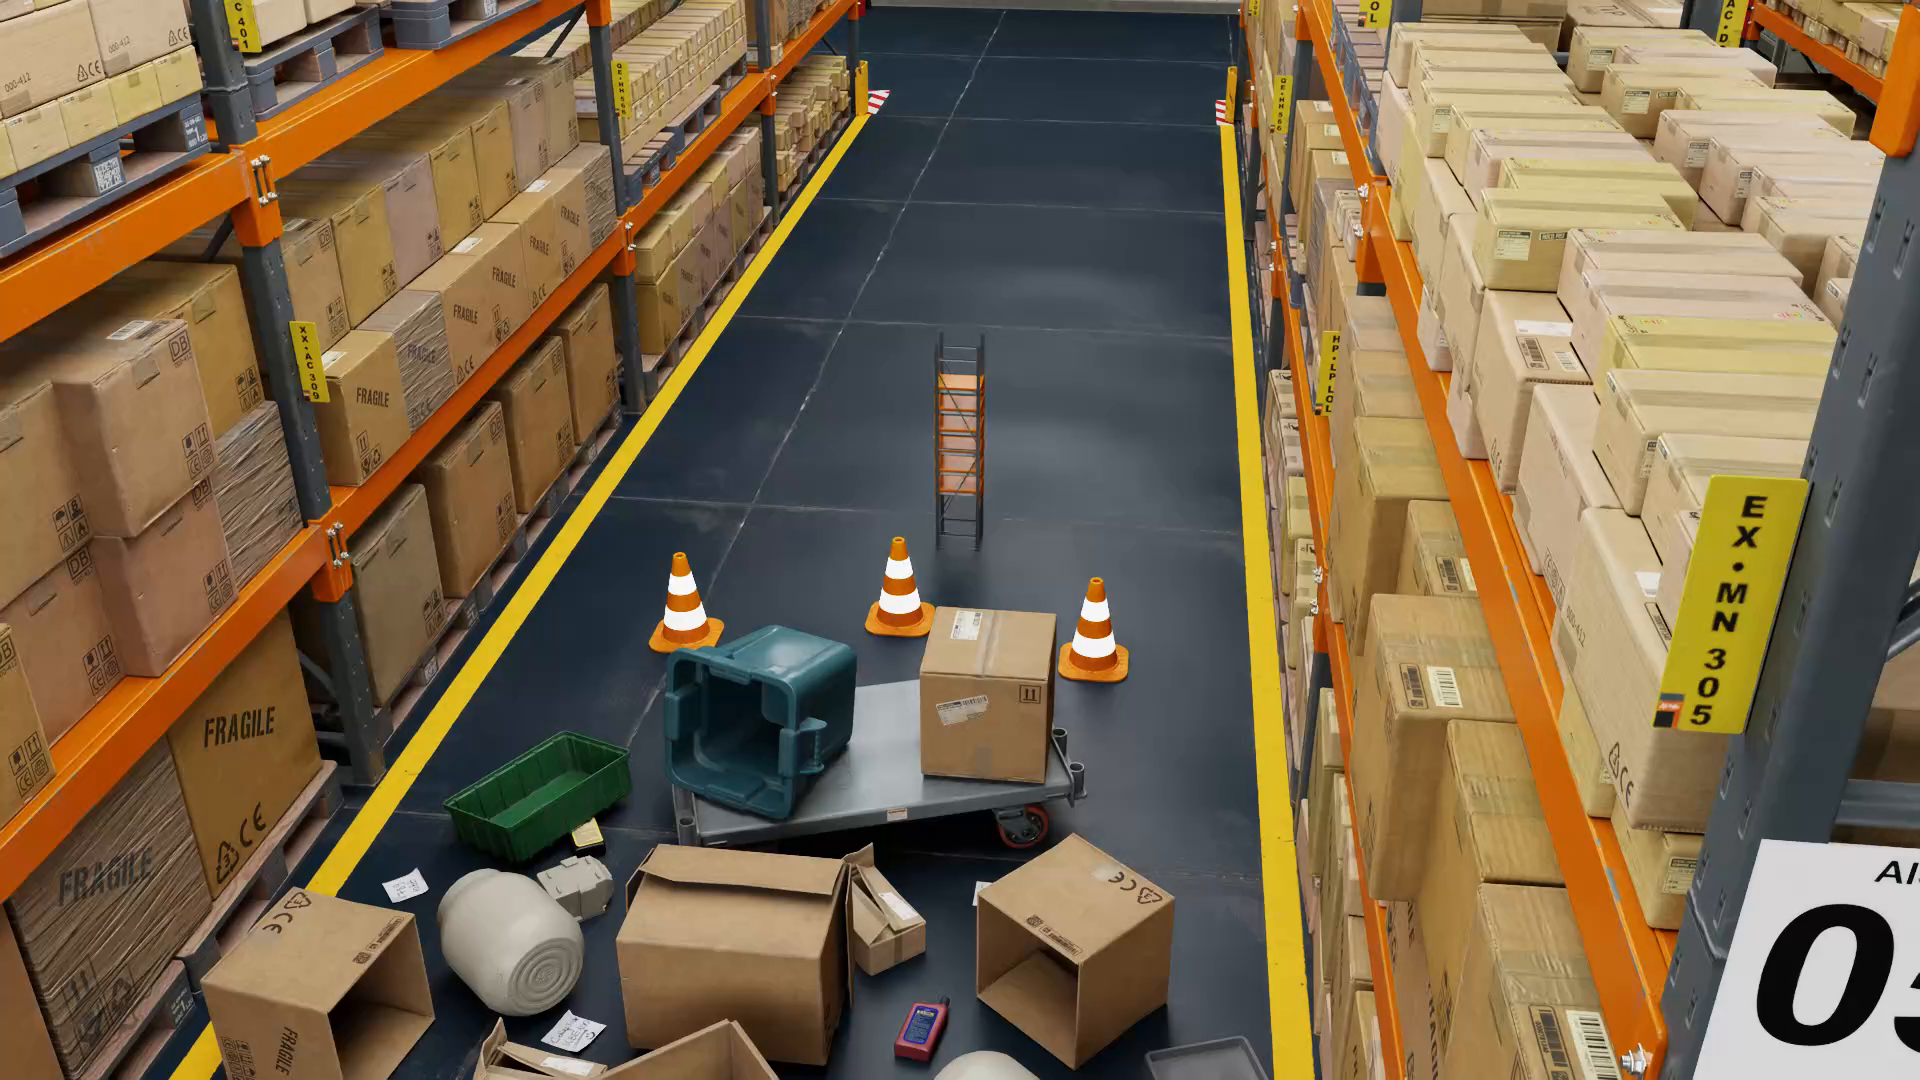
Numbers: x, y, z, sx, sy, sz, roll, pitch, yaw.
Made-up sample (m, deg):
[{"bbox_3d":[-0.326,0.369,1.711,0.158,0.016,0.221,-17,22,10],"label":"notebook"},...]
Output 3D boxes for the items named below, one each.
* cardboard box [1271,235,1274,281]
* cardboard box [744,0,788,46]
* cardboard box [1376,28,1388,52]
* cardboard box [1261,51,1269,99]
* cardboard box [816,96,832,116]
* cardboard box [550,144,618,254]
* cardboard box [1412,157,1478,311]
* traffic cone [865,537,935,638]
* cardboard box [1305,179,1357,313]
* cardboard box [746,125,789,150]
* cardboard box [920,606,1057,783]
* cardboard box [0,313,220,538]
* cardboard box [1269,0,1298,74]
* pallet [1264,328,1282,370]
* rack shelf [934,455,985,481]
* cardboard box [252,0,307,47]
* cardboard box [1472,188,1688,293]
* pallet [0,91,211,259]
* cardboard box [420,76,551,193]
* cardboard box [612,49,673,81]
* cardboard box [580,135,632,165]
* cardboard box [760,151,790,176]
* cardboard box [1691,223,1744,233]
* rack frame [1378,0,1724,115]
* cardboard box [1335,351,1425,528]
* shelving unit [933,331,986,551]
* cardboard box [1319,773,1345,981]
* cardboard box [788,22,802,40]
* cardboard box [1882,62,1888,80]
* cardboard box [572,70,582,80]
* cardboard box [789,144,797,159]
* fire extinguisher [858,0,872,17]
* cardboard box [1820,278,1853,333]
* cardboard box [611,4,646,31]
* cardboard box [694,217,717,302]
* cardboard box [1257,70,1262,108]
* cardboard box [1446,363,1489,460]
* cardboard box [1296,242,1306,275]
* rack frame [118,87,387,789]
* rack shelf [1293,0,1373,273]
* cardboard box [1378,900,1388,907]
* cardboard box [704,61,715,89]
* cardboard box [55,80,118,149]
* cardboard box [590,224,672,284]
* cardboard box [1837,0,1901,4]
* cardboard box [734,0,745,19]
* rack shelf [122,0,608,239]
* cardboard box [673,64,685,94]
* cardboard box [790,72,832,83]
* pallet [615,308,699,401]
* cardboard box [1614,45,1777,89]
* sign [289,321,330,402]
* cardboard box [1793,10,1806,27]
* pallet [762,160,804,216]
[{"bbox_3d":[2.771,-2.347,12.241,0.875,0.875,0.875,4,29,8],"label":"cardboard box"},{"bbox_3d":[-1.743,-4.453,13.934,0.500,0.500,0.500,3,28,5],"label":"cardboard box"},{"bbox_3d":[1.886,-2.015,6.380,0.500,0.250,0.500,4,29,7],"label":"cardboard box"},{"bbox_3d":[2.413,-3.300,11.844,0.500,0.250,0.500,4,29,7],"label":"cardboard box"},{"bbox_3d":[-1.458,-4.249,16.224,0.380,0.149,0.250,4,29,7],"label":"cardboard box"},{"bbox_3d":[-2.333,-1.993,9.682,0.500,0.500,0.500,3,28,6],"label":"cardboard box"},{"bbox_3d":[1.437,-0.770,4.198,0.500,0.250,0.500,4,29,7],"label":"cardboard box"},{"bbox_3d":[-0.304,0.203,8.385,0.336,0.463,0.334,3,28,6],"label":"traffic cone"},{"bbox_3d":[1.912,-1.367,7.764,0.500,0.500,0.500,2,28,4],"label":"cardboard box"},{"bbox_3d":[-1.714,-3.528,14.572,0.380,0.149,0.250,5,29,9],"label":"cardboard box"},{"bbox_3d":[0.121,0.624,6.767,0.500,0.500,0.500,3,28,6],"label":"cardboard box"},{"bbox_3d":[-3.066,-0.398,5.530,0.875,0.550,0.550,3,28,6],"label":"cardboard box"},{"bbox_3d":[2.376,-3.393,11.225,0.500,0.500,0.500,3,28,5],"label":"cardboard box"},{"bbox_3d":[2.552,-1.076,11.025,1.003,0.211,1.213,3,28,6],"label":"pallet"},{"bbox_3d":[-0.002,-0.377,9.031,0.258,0.103,0.180,3,28,6],"label":"rack shelf"},{"bbox_3d":[-2.713,-2.054,6.331,0.258,0.266,0.396,3,28,5],"label":"cardboard box"},{"bbox_3d":[1.304,-0.632,3.523,0.380,0.149,0.250,4,29,7],"label":"cardboard box"},{"bbox_3d":[-3.145,-1.191,5.229,1.003,0.211,1.213,3,28,6],"label":"pallet"},{"bbox_3d":[-2.670,-2.212,9.034,0.700,0.500,0.500,3,28,5],"label":"cardboard box"},{"bbox_3d":[-2.166,-3.213,11.247,0.380,0.149,0.250,5,29,9],"label":"cardboard box"},{"bbox_3d":[-2.289,-2.450,10.457,0.380,0.149,0.250,3,28,5],"label":"cardboard box"},{"bbox_3d":[-1.692,-3.273,14.411,0.380,0.149,0.250,5,29,9],"label":"cardboard box"},{"bbox_3d":[1.919,-0.499,3.695,0.500,0.250,0.500,4,29,7],"label":"cardboard box"},{"bbox_3d":[1.891,-2.695,4.765,1.000,3.000,0.127,3,28,6],"label":"rack frame"},{"bbox_3d":[1.537,-0.236,5.051,0.700,0.500,0.500,4,29,6],"label":"cardboard box"},{"bbox_3d":[-0.002,-0.521,8.953,0.258,1.200,0.189,3,28,6],"label":"shelving unit"},{"bbox_3d":[1.497,1.156,5.607,0.500,0.500,0.500,4,29,8],"label":"cardboard box"},{"bbox_3d":[-1.621,-4.561,14.817,0.380,0.149,0.250,4,29,7],"label":"cardboard box"},{"bbox_3d":[7.597,-3.711,13.241,0.380,0.149,0.250,4,29,8],"label":"cardboard box"},{"bbox_3d":[-2.811,-3.126,11.398,0.380,0.149,0.250,3,28,6],"label":"cardboard box"},{"bbox_3d":[-1.698,-3.510,15.166,0.380,0.149,0.250,3,28,5],"label":"cardboard box"},{"bbox_3d":[-1.075,-5.836,17.395,0.296,0.674,0.183,3,28,6],"label":"fire extinguisher"},{"bbox_3d":[1.794,-0.357,3.012,0.380,0.149,0.250,3,28,6],"label":"cardboard box"},{"bbox_3d":[-2.621,-3.985,12.680,0.380,0.149,0.250,4,29,7],"label":"cardboard box"},{"bbox_3d":[-2.088,-2.058,12.101,0.500,0.500,0.500,3,28,5],"label":"cardboard box"},{"bbox_3d":[2.493,-3.318,12.405,0.500,0.250,0.500,3,28,5],"label":"cardboard box"},{"bbox_3d":[1.311,-0.291,3.730,0.380,0.149,0.250,3,28,6],"label":"cardboard box"},{"bbox_3d":[1.955,-1.483,8.663,0.380,0.149,0.250,4,29,6],"label":"cardboard box"},{"bbox_3d":[-3.034,-0.294,6.633,1.000,3.000,0.127,3,28,6],"label":"rack frame"},{"bbox_3d":[2.136,-1.999,7.394,1.077,0.370,4.000,3,28,6],"label":"rack shelf"},{"bbox_3d":[1.365,0.908,4.667,0.380,0.149,0.250,3,28,6],"label":"cardboard box"},{"bbox_3d":[-2.029,-3.447,12.308,0.380,0.149,0.250,2,28,4],"label":"cardboard box"},{"bbox_3d":[-2.822,-1.303,5.059,0.380,0.149,0.250,4,29,7],"label":"cardboard box"},{"bbox_3d":[-2.219,-1.902,11.020,0.500,0.250,0.500,2,28,4],"label":"cardboard box"},{"bbox_3d":[7.781,-4.907,14.249,0.500,0.500,0.500,4,29,7],"label":"cardboard box"},{"bbox_3d":[-1.910,-4.196,13.070,0.380,0.149,0.250,5,29,9],"label":"cardboard box"},{"bbox_3d":[-2.789,-2.239,7.840,1.077,0.370,4.000,3,28,6],"label":"rack shelf"},{"bbox_3d":[-2.129,-3.204,11.544,0.380,0.149,0.250,3,28,6],"label":"cardboard box"},{"bbox_3d":[-1.465,-4.508,16.391,0.380,0.149,0.250,2,28,4],"label":"cardboard box"},{"bbox_3d":[-2.447,-1.317,11.472,1.003,0.211,1.213,3,28,6],"label":"pallet"},{"bbox_3d":[2.113,-1.326,4.811,0.380,0.149,0.250,3,28,5],"label":"cardboard box"},{"bbox_3d":[-2.483,-0.679,6.351,0.100,0.325,0.005,3,28,6],"label":"sign"},{"bbox_3d":[7.901,-4.803,15.267,0.380,0.149,0.250,4,29,8],"label":"cardboard box"},{"bbox_3d":[-2.007,-3.150,14.875,1.003,0.211,1.213,3,28,6],"label":"pallet"}]
